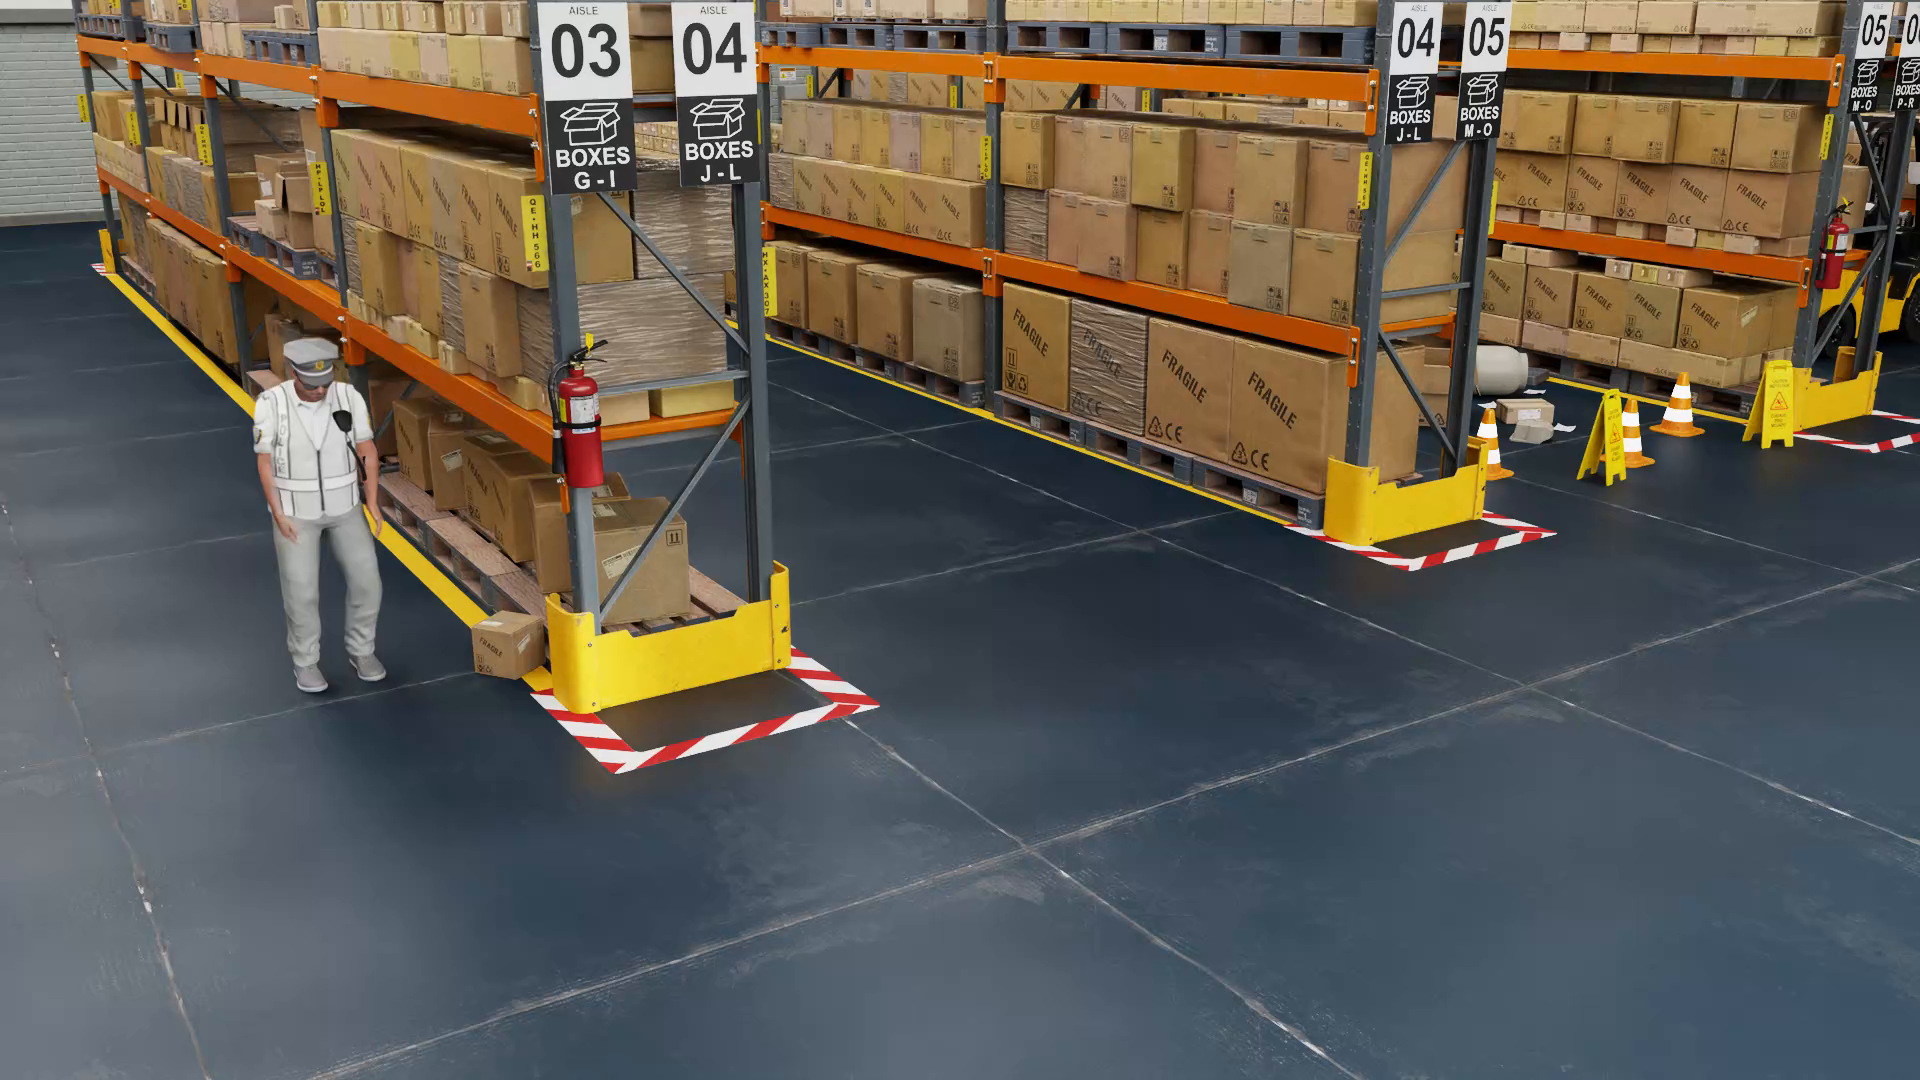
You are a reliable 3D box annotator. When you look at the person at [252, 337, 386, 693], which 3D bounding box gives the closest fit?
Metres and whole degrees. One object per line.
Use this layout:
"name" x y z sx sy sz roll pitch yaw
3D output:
"person" -3.072 -0.133 8.045 0.553 1.710 0.475 -11 21 -30
